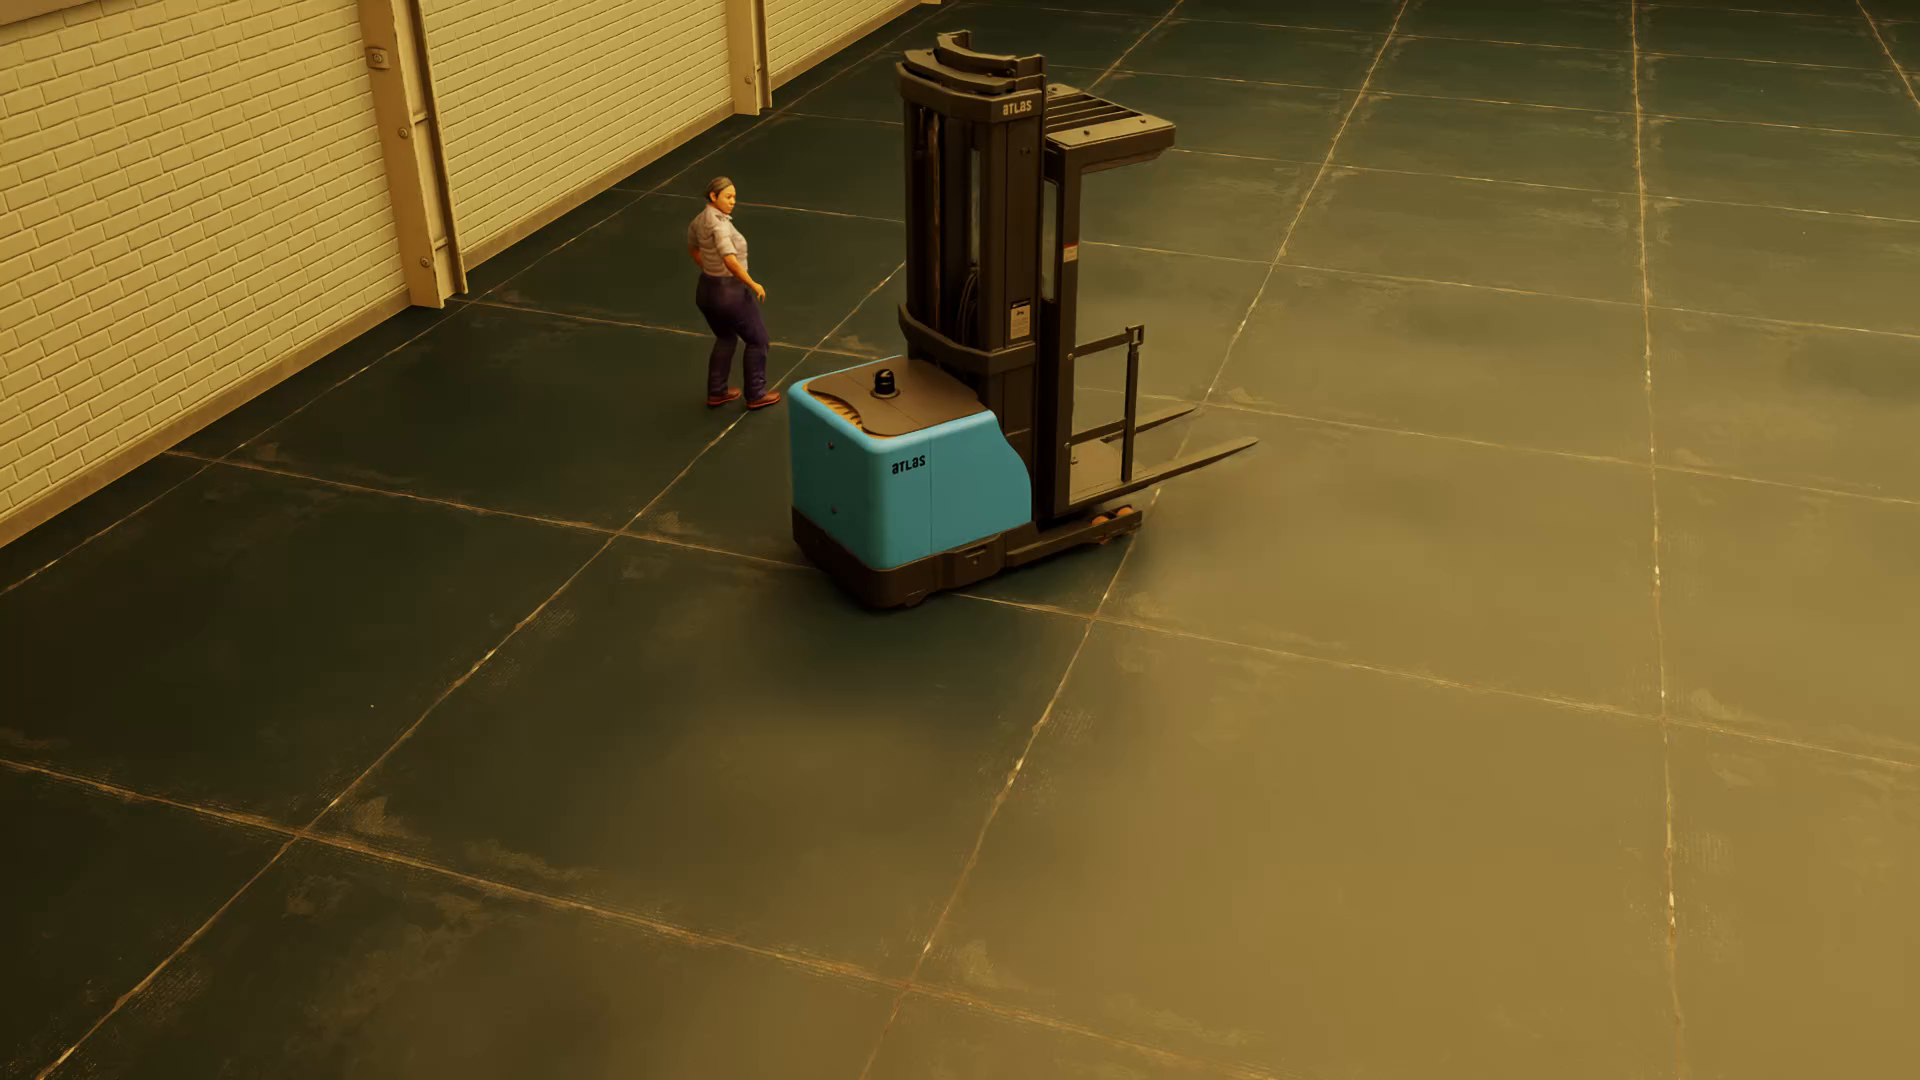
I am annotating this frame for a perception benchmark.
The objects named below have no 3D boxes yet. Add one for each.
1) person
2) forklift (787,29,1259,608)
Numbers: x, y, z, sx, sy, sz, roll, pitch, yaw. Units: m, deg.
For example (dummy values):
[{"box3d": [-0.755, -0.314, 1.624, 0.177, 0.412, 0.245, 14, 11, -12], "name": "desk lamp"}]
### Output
[{"box3d": [-1.588, -1.703, 11.457, 0.478, 1.625, 0.674, -25, 38, -36], "name": "person"}, {"box3d": [0.503, -1.447, 9.674, 3.031, 2.935, 1.130, -19, 35, -29], "name": "forklift"}]
